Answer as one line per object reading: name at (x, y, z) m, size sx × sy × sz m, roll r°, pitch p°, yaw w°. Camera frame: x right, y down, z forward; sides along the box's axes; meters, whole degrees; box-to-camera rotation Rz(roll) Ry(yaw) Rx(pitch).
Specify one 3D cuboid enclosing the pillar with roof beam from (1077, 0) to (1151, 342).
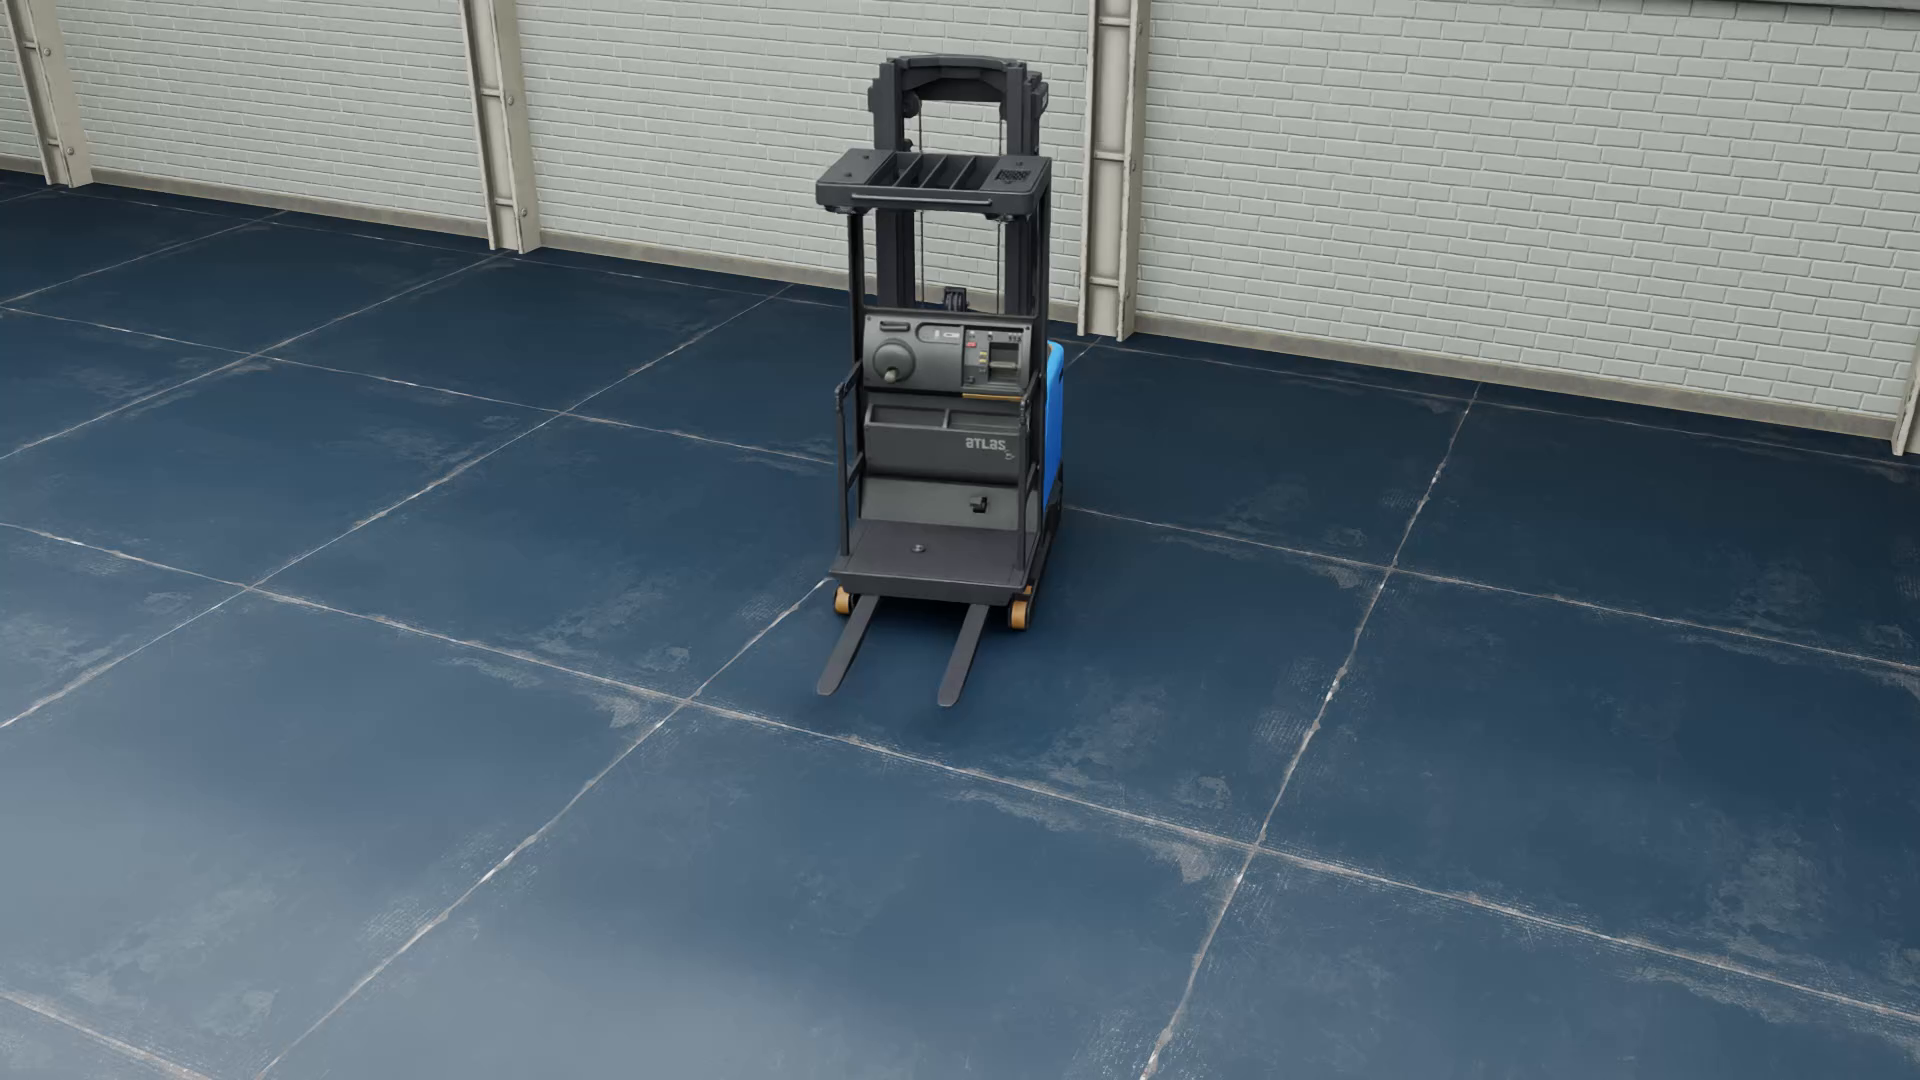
pillar with roof beam at (-0.576, -4.018, 8.224) m, size 0.400 × 9.000 × 9.100 m, roll 11°, pitch 28°, yaw 22°

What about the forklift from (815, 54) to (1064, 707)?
forklift at (-0.107, -0.988, 8.938) m, size 1.130 × 2.935 × 3.031 m, roll 4°, pitch 27°, yaw 9°

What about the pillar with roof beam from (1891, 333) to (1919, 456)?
pillar with roof beam at (4.886, -2.921, 5.996) m, size 0.400 × 9.000 × 9.100 m, roll 11°, pitch 28°, yaw 22°

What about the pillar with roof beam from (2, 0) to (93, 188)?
pillar with roof beam at (-11.499, -6.212, 12.680) m, size 0.400 × 9.000 × 9.100 m, roll 11°, pitch 28°, yaw 22°

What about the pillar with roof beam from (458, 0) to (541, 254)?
pillar with roof beam at (-6.037, -5.115, 10.452) m, size 0.400 × 9.000 × 9.100 m, roll 11°, pitch 28°, yaw 22°
